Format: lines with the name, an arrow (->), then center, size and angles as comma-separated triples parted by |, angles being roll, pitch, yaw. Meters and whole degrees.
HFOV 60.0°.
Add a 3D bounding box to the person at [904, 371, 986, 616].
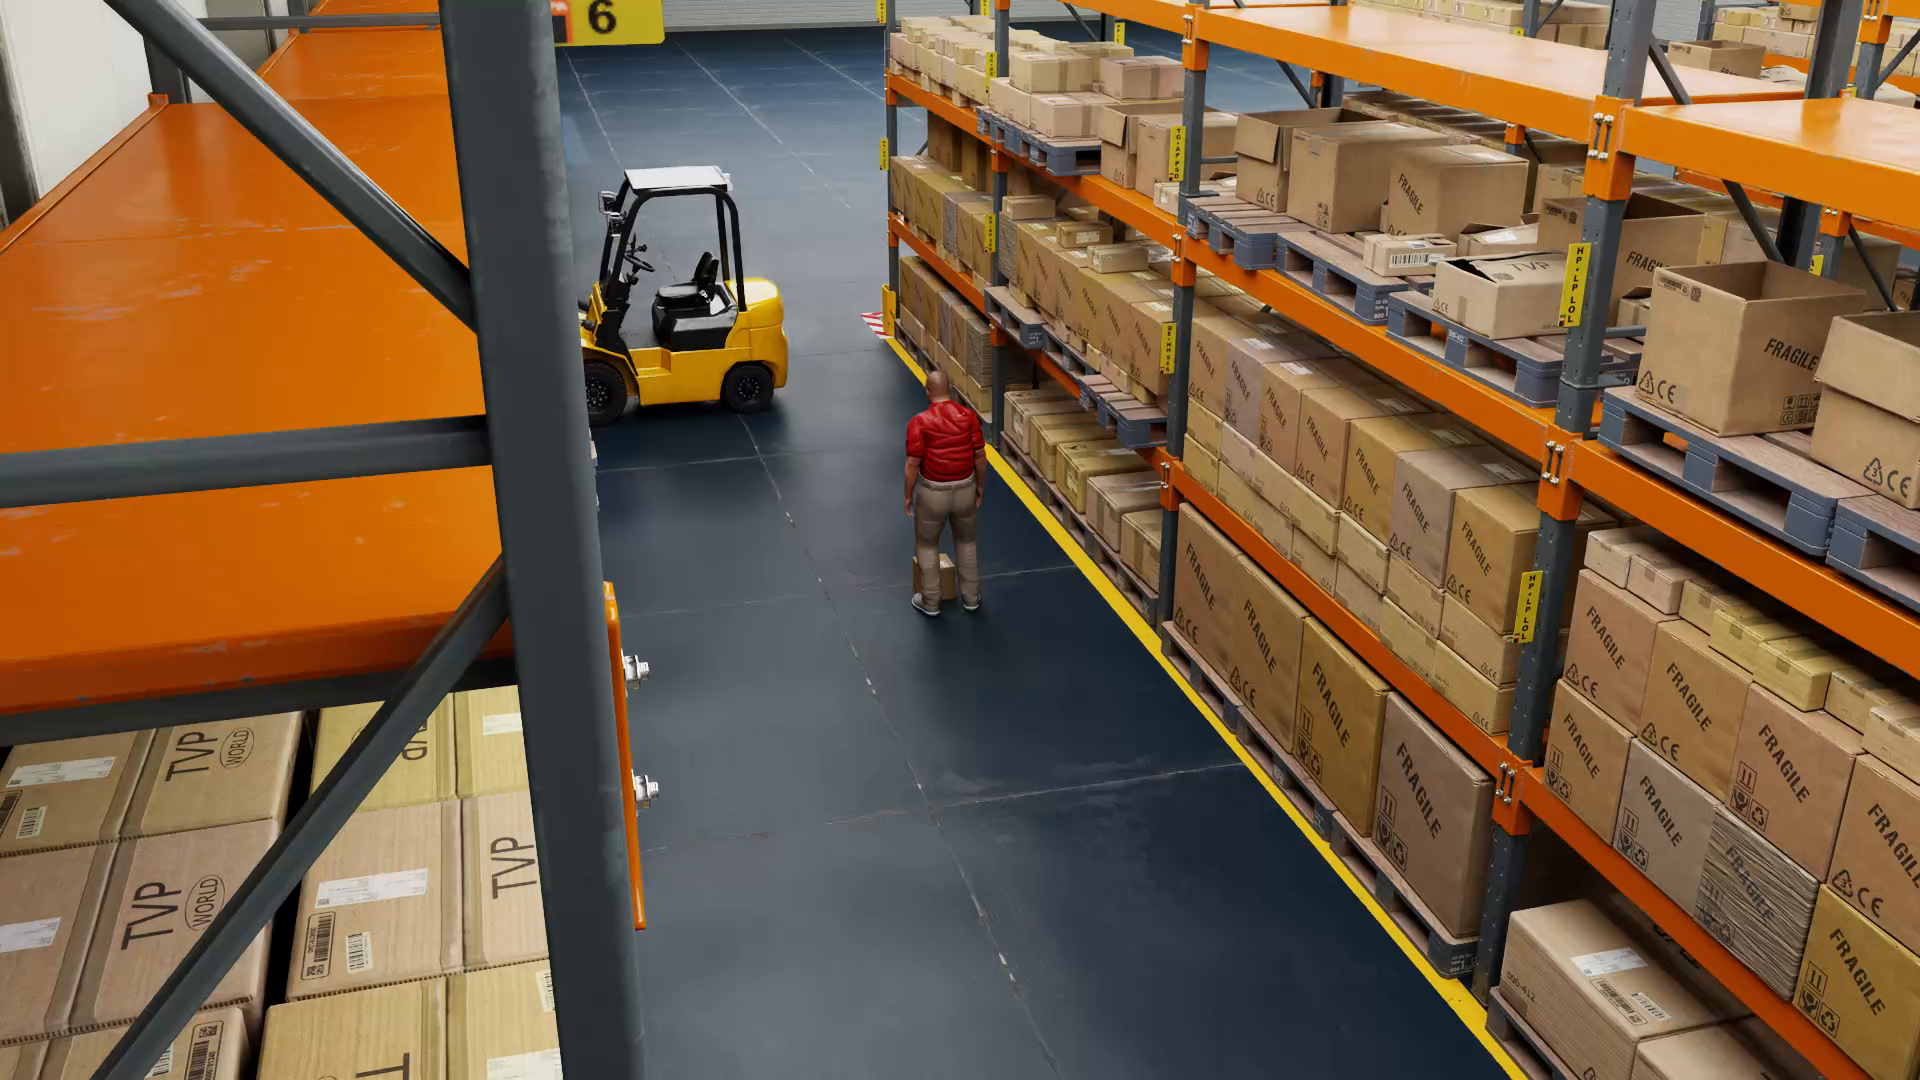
person -> -0.108, -0.316, 11.434 | 0.589, 1.725, 0.392 | -7, 24, -17
